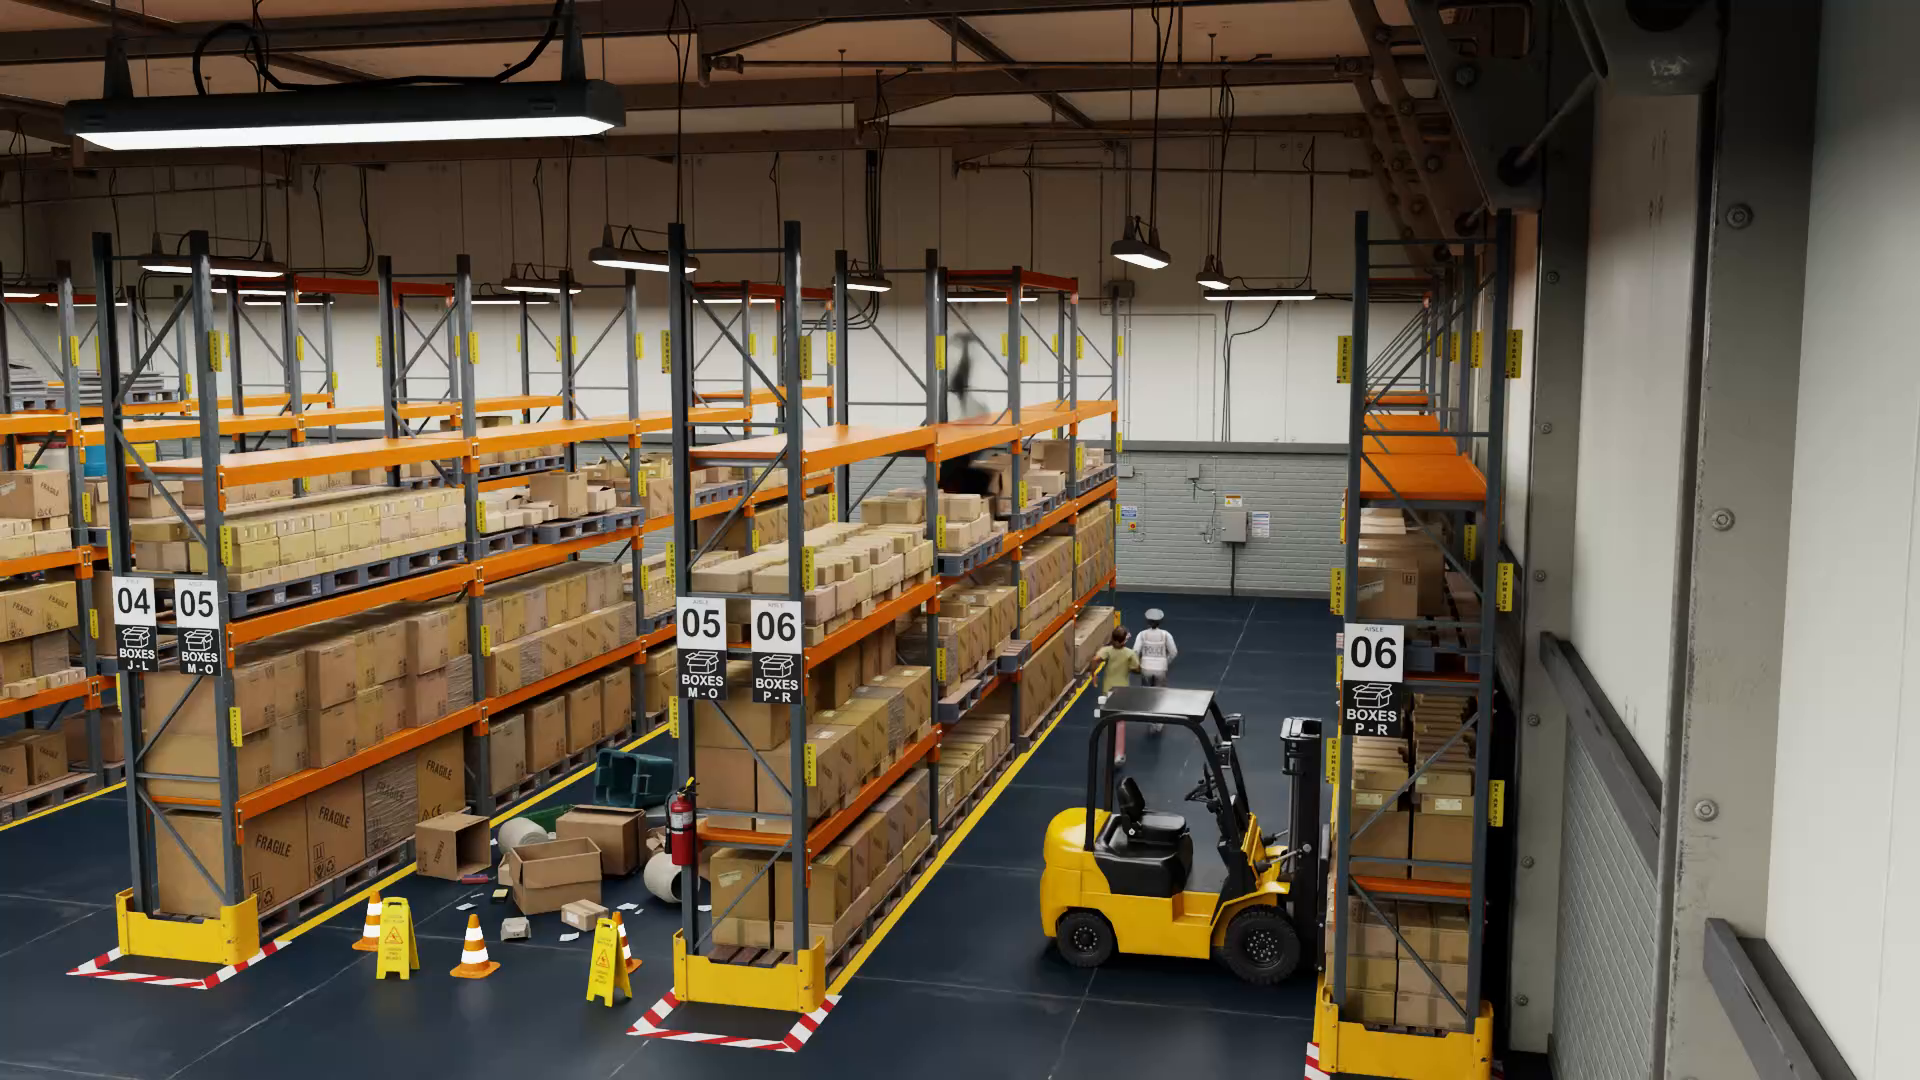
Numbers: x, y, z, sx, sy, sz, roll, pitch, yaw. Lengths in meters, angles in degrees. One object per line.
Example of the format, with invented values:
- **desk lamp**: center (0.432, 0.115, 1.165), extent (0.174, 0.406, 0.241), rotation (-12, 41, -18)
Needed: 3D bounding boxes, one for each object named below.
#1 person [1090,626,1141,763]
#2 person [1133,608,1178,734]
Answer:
- **person**: center (1.886, 1.887, 20.178), extent (0.580, 1.693, 0.846), rotation (2, 7, 16)
- **person**: center (2.539, 1.724, 21.734), extent (0.610, 1.630, 0.562), rotation (1, 7, 5)
